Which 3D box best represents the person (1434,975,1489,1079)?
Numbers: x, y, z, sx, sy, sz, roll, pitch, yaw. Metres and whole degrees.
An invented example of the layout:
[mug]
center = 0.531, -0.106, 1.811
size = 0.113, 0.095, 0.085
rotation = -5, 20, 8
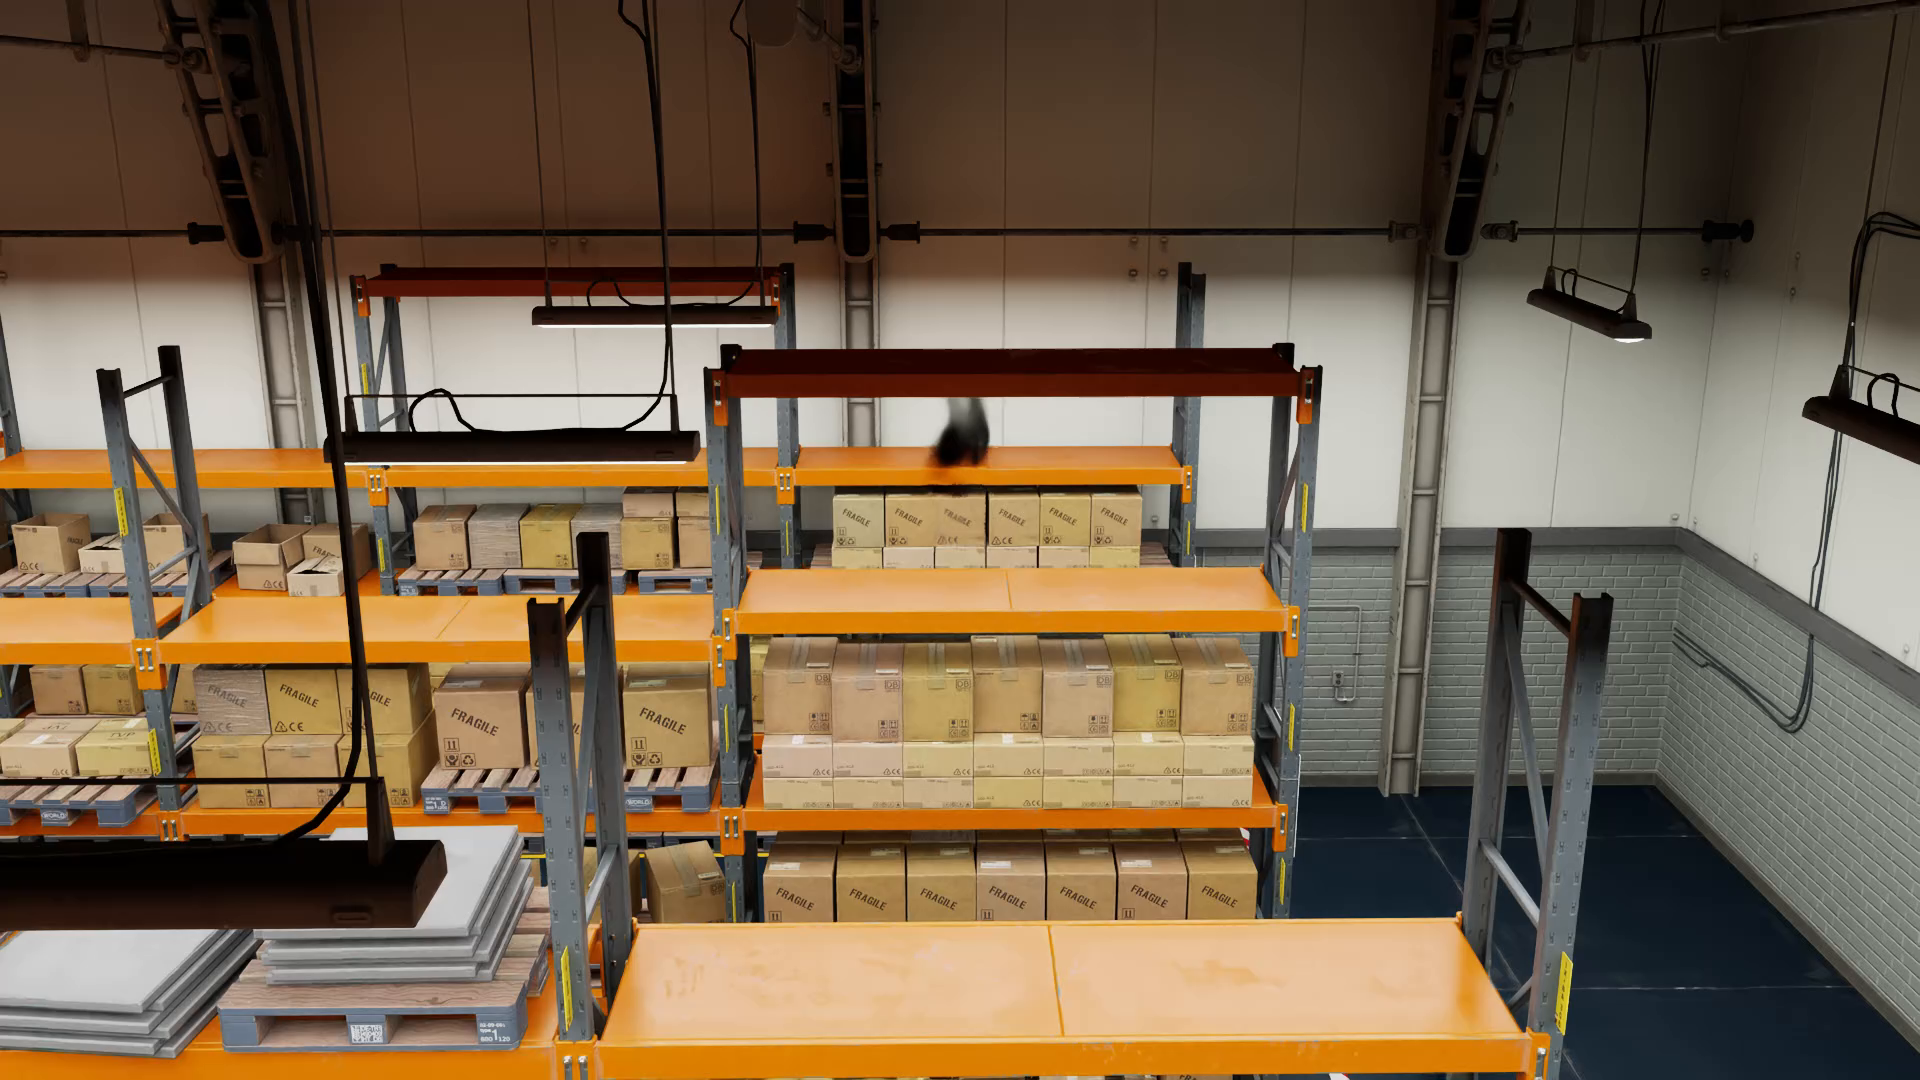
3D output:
[person]
center = 3.955, 3.694, 13.065
size = 0.504, 1.593, 0.909
rotation = 15, 22, 42
